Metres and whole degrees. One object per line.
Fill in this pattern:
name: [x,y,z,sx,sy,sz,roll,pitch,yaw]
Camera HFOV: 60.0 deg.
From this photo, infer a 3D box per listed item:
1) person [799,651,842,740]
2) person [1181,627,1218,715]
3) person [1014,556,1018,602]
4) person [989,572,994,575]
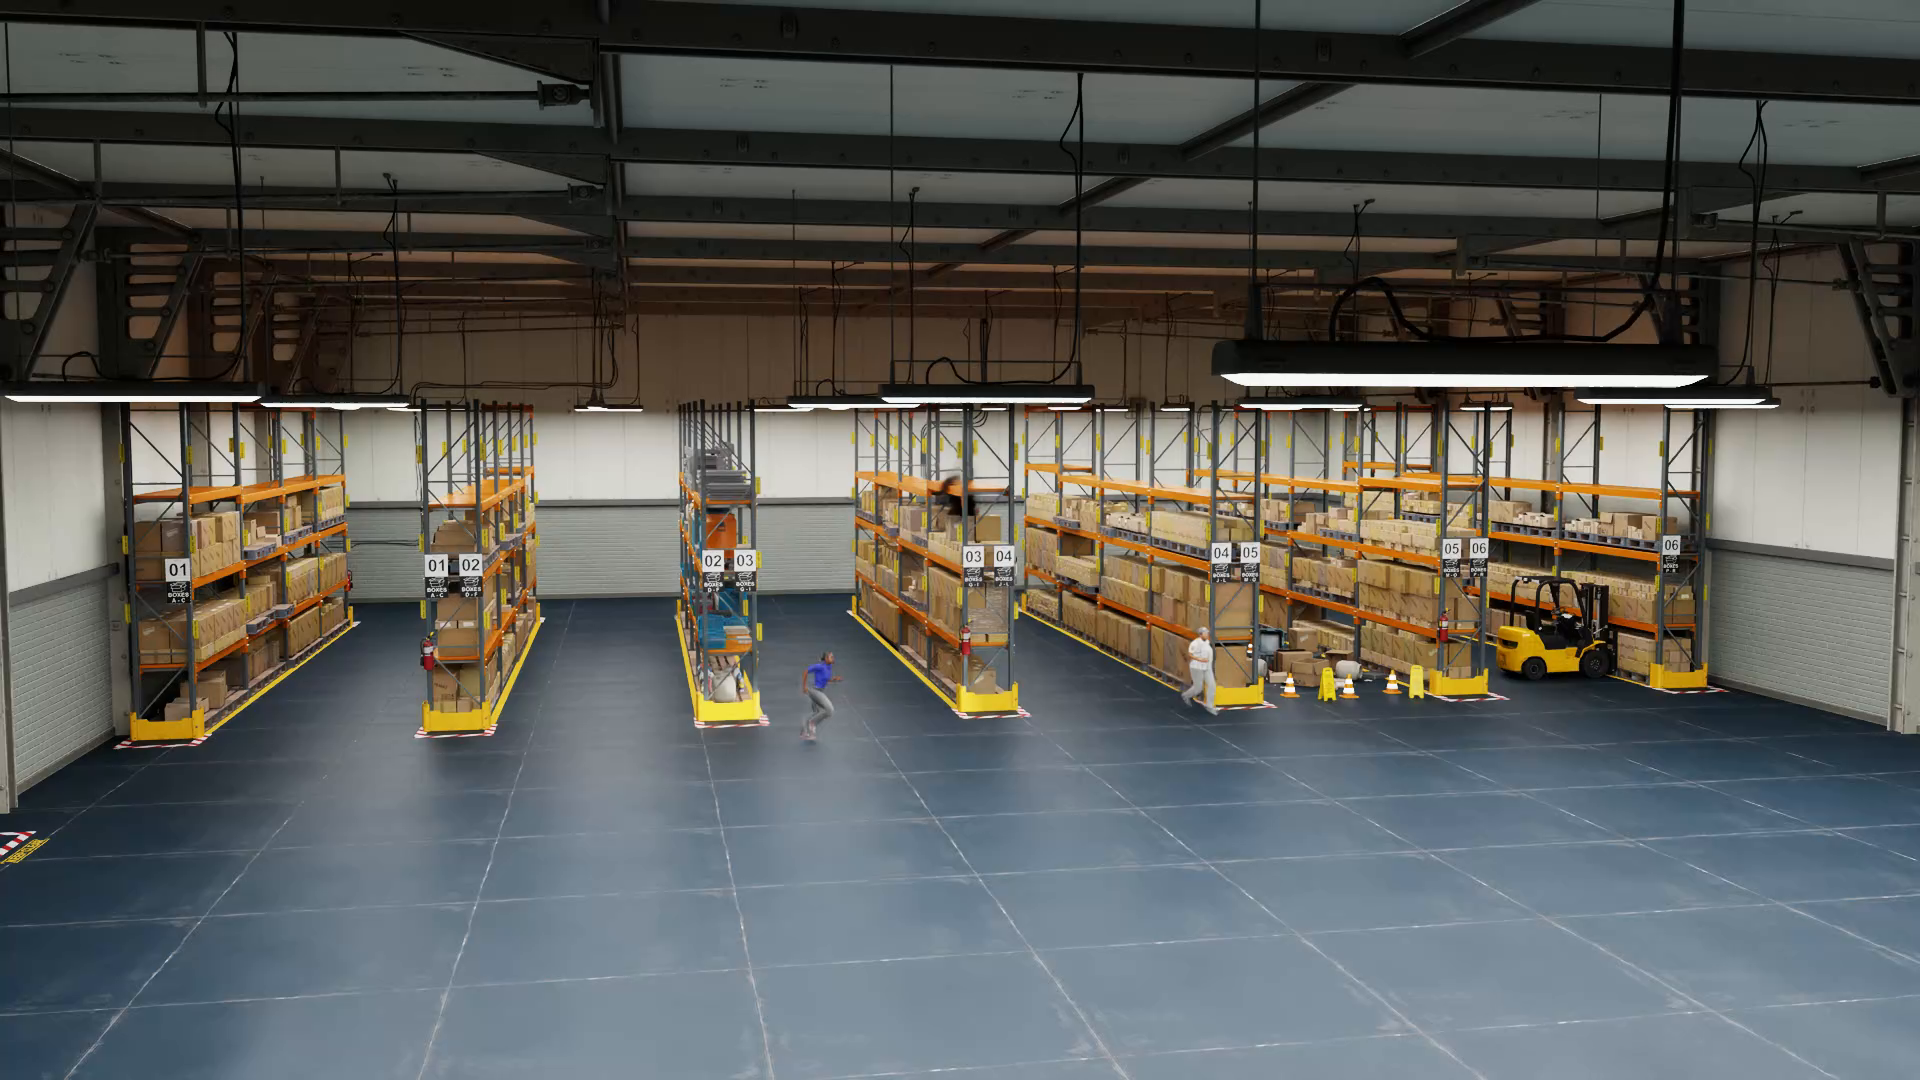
person: [-2.448,2.725,29.192,0.788,1.576,0.562,1,4,12]
person: [4.630,2.496,32.016,0.643,1.674,0.852,-3,5,-37]
person: [1.518,1.216,49.757,0.525,1.507,0.661,-3,5,-38]
person: [0.609,1.260,48.431,0.674,1.634,0.486,3,5,32]
